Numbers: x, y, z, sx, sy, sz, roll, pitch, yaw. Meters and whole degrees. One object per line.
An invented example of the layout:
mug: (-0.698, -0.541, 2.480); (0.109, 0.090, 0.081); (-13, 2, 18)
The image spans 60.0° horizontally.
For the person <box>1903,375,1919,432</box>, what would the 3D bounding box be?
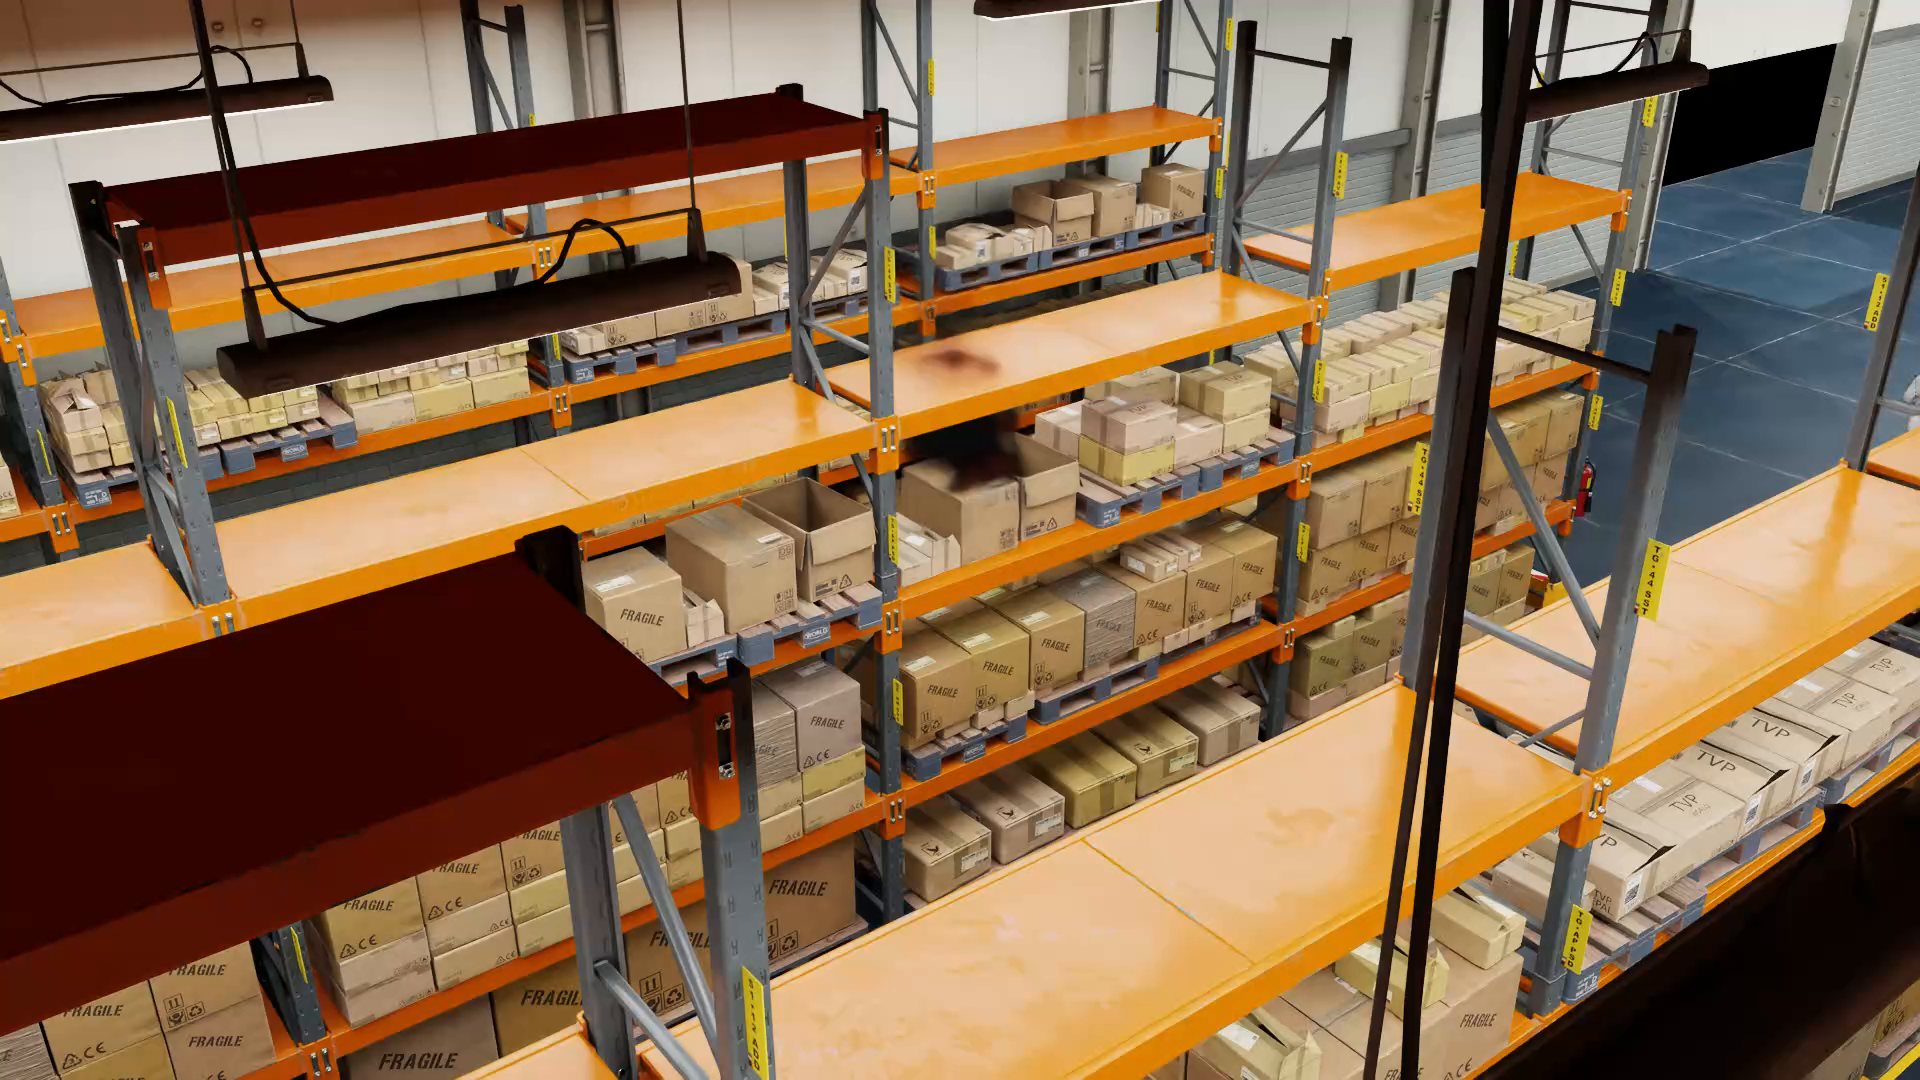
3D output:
person: (10.889, -1.260, 18.678); (0.669, 1.849, 0.835); (0, 26, 1)
